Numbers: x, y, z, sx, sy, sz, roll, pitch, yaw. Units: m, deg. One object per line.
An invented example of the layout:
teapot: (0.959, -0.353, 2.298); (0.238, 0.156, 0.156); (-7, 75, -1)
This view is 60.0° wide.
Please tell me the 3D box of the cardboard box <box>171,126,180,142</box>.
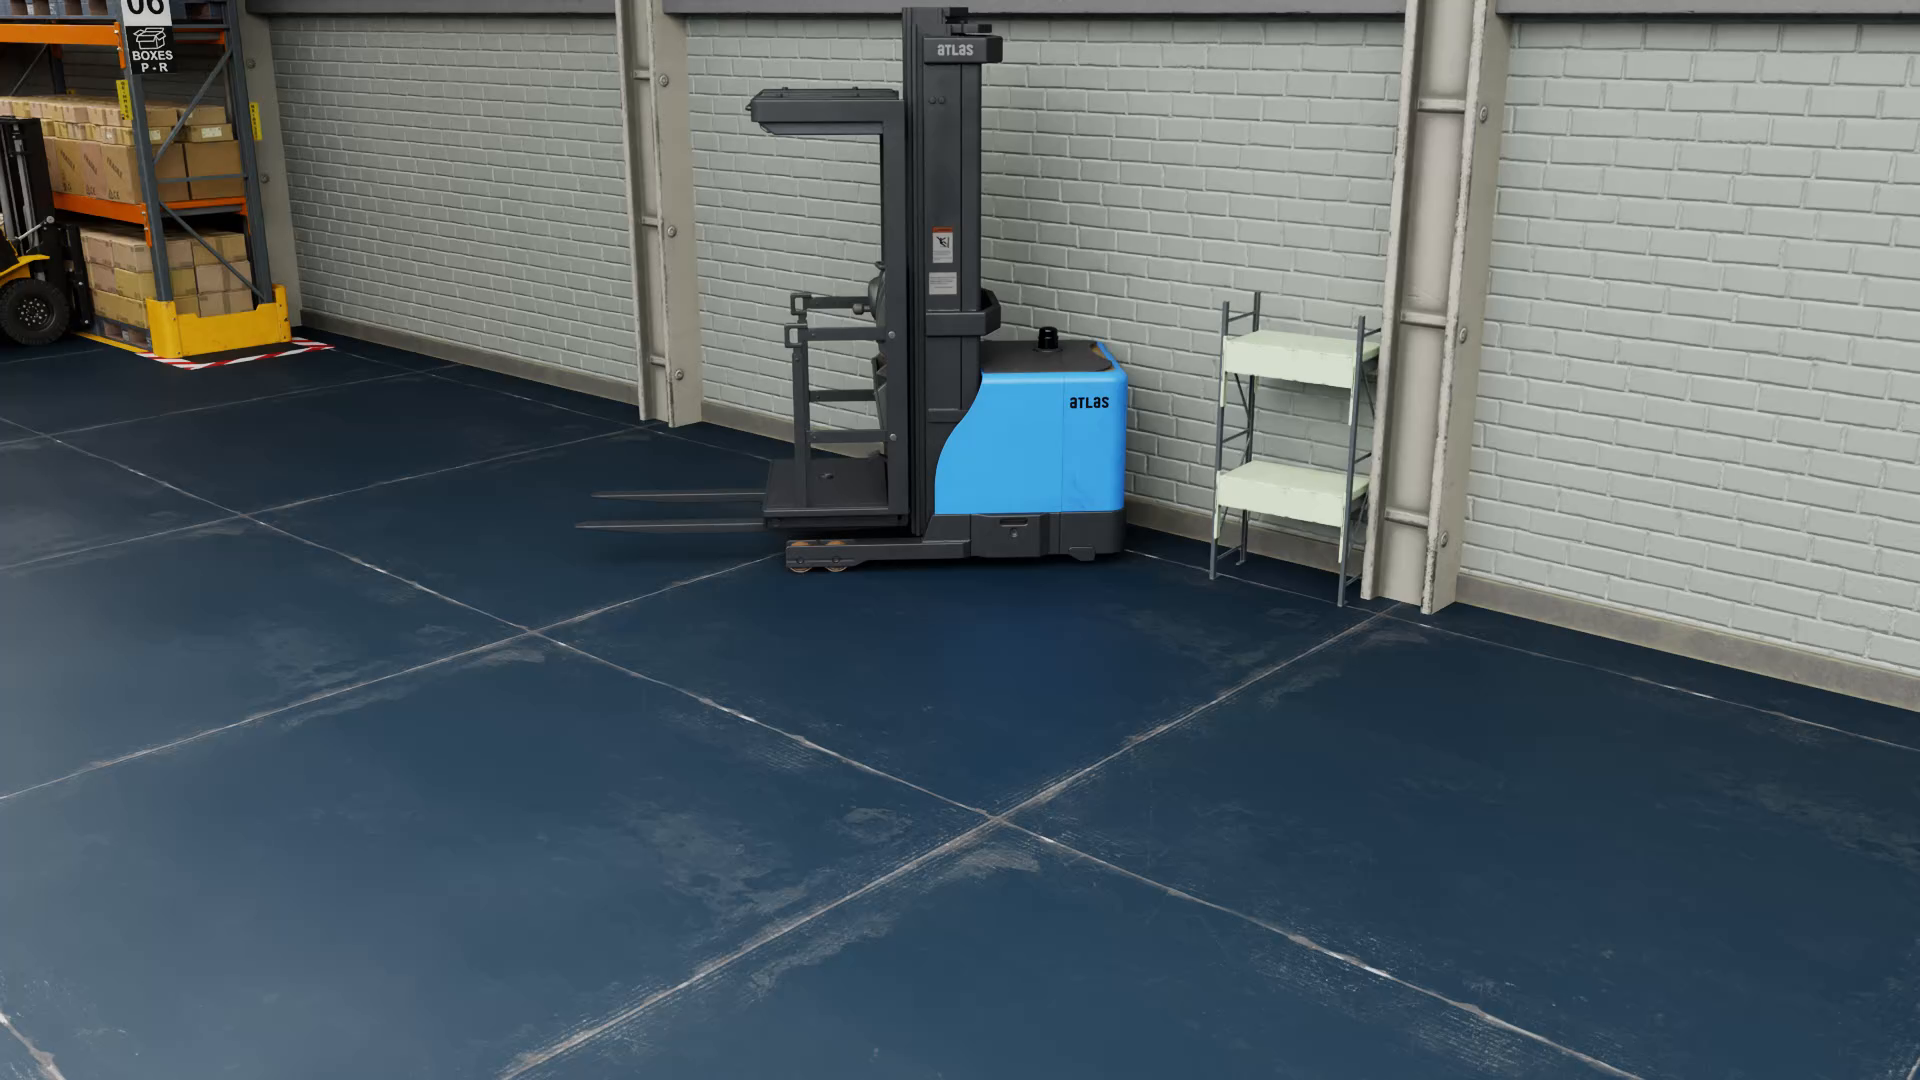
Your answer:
cardboard box: (-7.027, -3.710, 15.106); (0.250, 0.149, 0.380); (15, 23, 39)

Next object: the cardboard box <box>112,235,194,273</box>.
cardboard box: (-7.270, -2.579, 14.979); (0.500, 0.250, 0.500); (16, 24, 41)

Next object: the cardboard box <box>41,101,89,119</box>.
cardboard box: (-8.455, -4.075, 15.764); (0.250, 0.149, 0.380); (15, 23, 39)

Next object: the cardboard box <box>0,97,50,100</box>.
cardboard box: (-9.217, -4.281, 16.412); (0.250, 0.149, 0.380); (14, 23, 38)

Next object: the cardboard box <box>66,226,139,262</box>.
cardboard box: (-8.040, -2.780, 15.610); (0.500, 0.250, 0.500); (15, 23, 40)

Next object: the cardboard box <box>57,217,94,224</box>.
cardboard box: (-8.801, -2.990, 16.273); (0.500, 0.250, 0.500); (16, 24, 41)

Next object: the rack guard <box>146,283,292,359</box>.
rack guard: (-6.701, -1.995, 15.072); (0.348, 0.500, 1.175); (15, 23, 39)

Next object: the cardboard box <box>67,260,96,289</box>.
cardboard box: (-8.058, -2.548, 15.707); (0.500, 0.250, 0.500); (14, 23, 38)

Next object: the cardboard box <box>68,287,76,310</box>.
cardboard box: (-8.417, -2.407, 16.090); (0.500, 0.250, 0.500); (16, 24, 41)

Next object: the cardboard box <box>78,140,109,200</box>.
cardboard box: (-7.643, -3.385, 15.153); (0.500, 0.500, 0.500); (16, 24, 41)

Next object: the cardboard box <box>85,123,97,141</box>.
cardboard box: (-7.706, -3.717, 15.128); (0.250, 0.149, 0.380); (15, 23, 39)

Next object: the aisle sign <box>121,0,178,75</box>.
aisle sign: (-6.865, -4.351, 14.064); (0.004, 0.787, 0.394); (15, 23, 39)

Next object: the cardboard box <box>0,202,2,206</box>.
cardboard box: (-11.247, -3.473, 18.828); (0.625, 0.625, 0.875); (14, 22, 37)

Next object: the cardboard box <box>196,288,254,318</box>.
cardboard box: (-6.956, -2.224, 15.511); (0.500, 0.250, 0.500); (15, 23, 39)

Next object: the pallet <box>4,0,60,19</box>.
pallet: (-8.147, -4.972, 15.506); (1.213, 0.211, 1.003); (15, 23, 39)

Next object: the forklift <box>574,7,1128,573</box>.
forklift: (-0.621, -1.385, 9.130); (3.031, 2.935, 1.130); (-1, 18, -4)

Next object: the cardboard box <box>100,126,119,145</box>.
cardboard box: (-7.375, -3.599, 14.755); (0.250, 0.149, 0.380); (16, 23, 40)

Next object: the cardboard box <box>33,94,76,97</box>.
cardboard box: (-9.271, -4.497, 17.094); (0.250, 0.149, 0.380); (15, 23, 39)

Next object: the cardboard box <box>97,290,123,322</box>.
cardboard box: (-7.645, -2.206, 15.454); (0.500, 0.250, 0.500); (15, 23, 39)

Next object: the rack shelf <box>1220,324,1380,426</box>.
rack shelf: (1.763, -0.856, 8.541); (0.720, 0.370, 0.431); (12, 21, 34)

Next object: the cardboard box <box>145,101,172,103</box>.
cardboard box: (-7.728, -4.091, 15.814); (0.250, 0.149, 0.380); (14, 23, 38)

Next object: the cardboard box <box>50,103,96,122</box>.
cardboard box: (-8.148, -3.948, 15.363); (0.250, 0.149, 0.380); (16, 23, 40)

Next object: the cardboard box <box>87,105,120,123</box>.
cardboard box: (-7.682, -3.870, 15.117); (0.250, 0.149, 0.380); (15, 23, 40)

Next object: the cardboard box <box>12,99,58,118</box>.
cardboard box: (-8.880, -4.160, 16.031); (0.250, 0.149, 0.380); (15, 23, 38)

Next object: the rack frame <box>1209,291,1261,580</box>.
rack frame: (1.465, -0.549, 8.861); (0.023, 1.500, 0.400); (12, 21, 34)

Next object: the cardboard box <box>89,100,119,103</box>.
cardboard box: (-8.166, -4.175, 16.079); (0.250, 0.149, 0.380); (16, 24, 41)

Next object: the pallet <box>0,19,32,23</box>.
pallet: (-10.379, -5.507, 17.363); (1.217, 0.209, 0.805); (14, 22, 37)

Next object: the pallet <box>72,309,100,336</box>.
pallet: (-8.227, -2.251, 16.356); (1.213, 0.211, 1.003); (15, 23, 39)

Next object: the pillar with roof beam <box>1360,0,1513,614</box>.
pillar with roof beam: (-0.523, -3.011, 4.223); (0.400, 9.000, 9.100); (15, 23, 39)

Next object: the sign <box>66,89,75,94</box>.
sign: (-9.343, -4.571, 17.493); (0.005, 0.325, 0.100); (15, 23, 39)

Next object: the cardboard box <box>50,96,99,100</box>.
cardboard box: (-8.904, -4.387, 16.748); (0.250, 0.149, 0.380); (15, 23, 39)

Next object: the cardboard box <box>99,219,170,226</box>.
cardboard box: (-8.074, -3.004, 16.315); (0.500, 0.250, 0.500); (14, 23, 38)

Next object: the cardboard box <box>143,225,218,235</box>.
cardboard box: (-7.329, -2.796, 15.662); (0.500, 0.250, 0.500); (15, 23, 39)

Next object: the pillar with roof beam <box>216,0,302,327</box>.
pillar with roof beam: (-9.499, -5.420, 11.815); (0.400, 9.000, 9.100); (15, 23, 39)

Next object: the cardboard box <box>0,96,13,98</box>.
cardboard box: (-9.669, -4.362, 16.668); (0.250, 0.149, 0.380); (16, 23, 40)

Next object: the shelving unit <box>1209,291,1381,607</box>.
shelving unit: (1.763, -0.484, 8.659); (0.755, 1.500, 0.431); (12, 21, 34)

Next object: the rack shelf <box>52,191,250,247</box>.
rack shelf: (-8.215, -3.250, 16.083); (4.000, 0.370, 1.077); (15, 23, 39)

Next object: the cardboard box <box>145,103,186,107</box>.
cardboard box: (-7.384, -3.969, 15.429); (0.250, 0.149, 0.380); (15, 23, 40)

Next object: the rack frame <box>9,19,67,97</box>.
rack frame: (-9.710, -3.994, 17.239); (0.127, 3.000, 1.000); (15, 23, 39)

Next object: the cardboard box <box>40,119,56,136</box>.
cardboard box: (-8.503, -3.913, 15.744); (0.250, 0.149, 0.380); (14, 23, 38)

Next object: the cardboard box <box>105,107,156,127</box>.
cardboard box: (-7.332, -3.757, 14.761); (0.250, 0.149, 0.380); (15, 23, 39)

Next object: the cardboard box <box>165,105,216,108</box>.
cardboard box: (-6.985, -3.873, 15.128); (0.250, 0.149, 0.380); (16, 24, 41)

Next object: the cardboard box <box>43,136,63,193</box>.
cardboard box: (-8.410, -3.586, 15.787); (0.500, 0.500, 0.500); (15, 23, 40)

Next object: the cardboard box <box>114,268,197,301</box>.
cardboard box: (-7.290, -2.346, 15.070); (0.500, 0.250, 0.500); (15, 23, 39)

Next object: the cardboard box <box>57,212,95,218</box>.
cardboard box: (-8.825, -3.207, 16.957); (0.500, 0.250, 0.500); (15, 23, 38)

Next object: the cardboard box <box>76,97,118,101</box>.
cardboard box: (-8.495, -4.295, 16.456); (0.250, 0.149, 0.380); (15, 23, 38)

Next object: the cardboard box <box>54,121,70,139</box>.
cardboard box: (-8.140, -3.806, 15.409); (0.250, 0.149, 0.380); (15, 23, 40)

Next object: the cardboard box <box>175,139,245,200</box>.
cardboard box: (-6.905, -3.401, 15.205); (0.500, 0.500, 0.500); (16, 24, 41)

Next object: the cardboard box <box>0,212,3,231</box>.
cardboard box: (-9.557, -3.192, 16.911); (0.500, 0.250, 0.500); (15, 23, 38)
